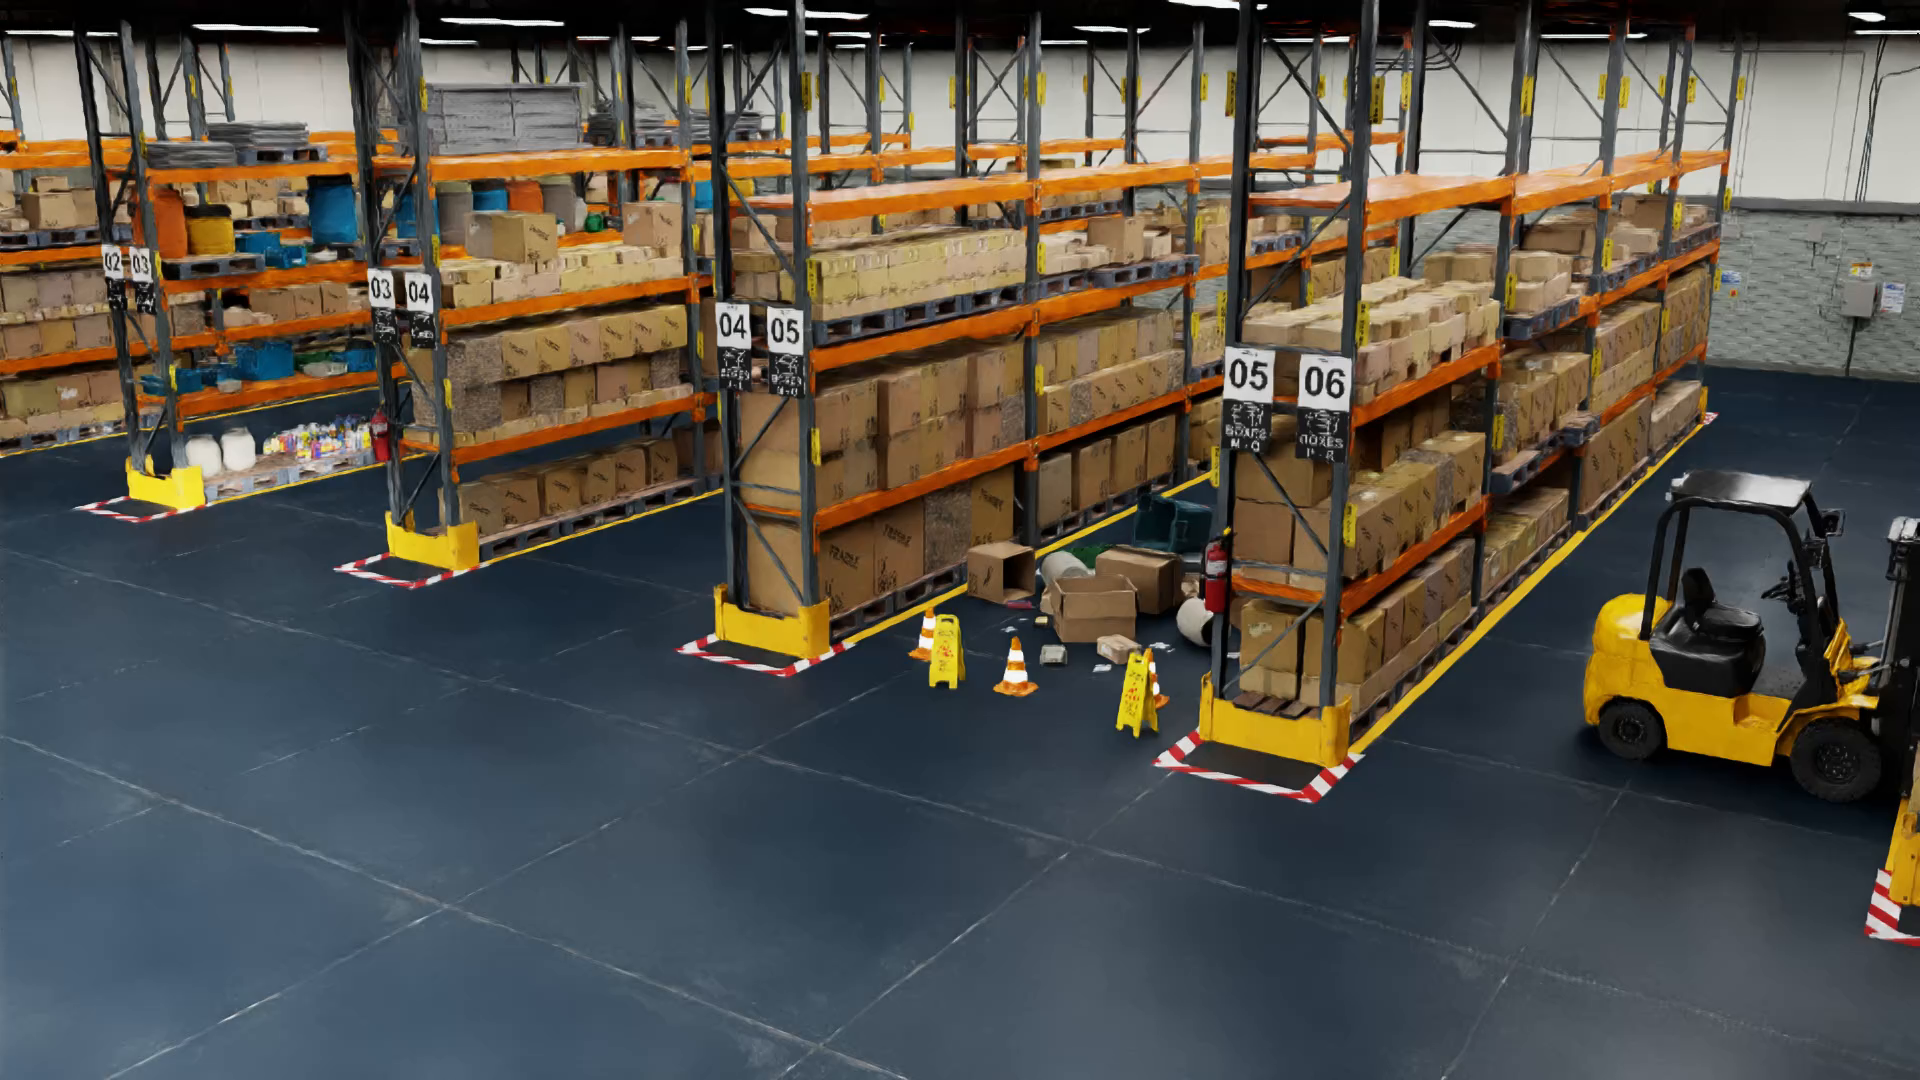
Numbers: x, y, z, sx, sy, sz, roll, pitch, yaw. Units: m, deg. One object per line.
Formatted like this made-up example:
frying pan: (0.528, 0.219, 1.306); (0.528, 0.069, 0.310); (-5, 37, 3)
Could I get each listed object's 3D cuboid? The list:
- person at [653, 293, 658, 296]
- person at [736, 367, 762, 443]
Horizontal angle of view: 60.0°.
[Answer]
person: (-5.820, -4.519, 32.426); (0.346, 1.597, 0.538); (5, 16, 16)
person: (-2.544, -1.300, 20.636); (0.581, 1.727, 0.504); (-9, 18, -29)
